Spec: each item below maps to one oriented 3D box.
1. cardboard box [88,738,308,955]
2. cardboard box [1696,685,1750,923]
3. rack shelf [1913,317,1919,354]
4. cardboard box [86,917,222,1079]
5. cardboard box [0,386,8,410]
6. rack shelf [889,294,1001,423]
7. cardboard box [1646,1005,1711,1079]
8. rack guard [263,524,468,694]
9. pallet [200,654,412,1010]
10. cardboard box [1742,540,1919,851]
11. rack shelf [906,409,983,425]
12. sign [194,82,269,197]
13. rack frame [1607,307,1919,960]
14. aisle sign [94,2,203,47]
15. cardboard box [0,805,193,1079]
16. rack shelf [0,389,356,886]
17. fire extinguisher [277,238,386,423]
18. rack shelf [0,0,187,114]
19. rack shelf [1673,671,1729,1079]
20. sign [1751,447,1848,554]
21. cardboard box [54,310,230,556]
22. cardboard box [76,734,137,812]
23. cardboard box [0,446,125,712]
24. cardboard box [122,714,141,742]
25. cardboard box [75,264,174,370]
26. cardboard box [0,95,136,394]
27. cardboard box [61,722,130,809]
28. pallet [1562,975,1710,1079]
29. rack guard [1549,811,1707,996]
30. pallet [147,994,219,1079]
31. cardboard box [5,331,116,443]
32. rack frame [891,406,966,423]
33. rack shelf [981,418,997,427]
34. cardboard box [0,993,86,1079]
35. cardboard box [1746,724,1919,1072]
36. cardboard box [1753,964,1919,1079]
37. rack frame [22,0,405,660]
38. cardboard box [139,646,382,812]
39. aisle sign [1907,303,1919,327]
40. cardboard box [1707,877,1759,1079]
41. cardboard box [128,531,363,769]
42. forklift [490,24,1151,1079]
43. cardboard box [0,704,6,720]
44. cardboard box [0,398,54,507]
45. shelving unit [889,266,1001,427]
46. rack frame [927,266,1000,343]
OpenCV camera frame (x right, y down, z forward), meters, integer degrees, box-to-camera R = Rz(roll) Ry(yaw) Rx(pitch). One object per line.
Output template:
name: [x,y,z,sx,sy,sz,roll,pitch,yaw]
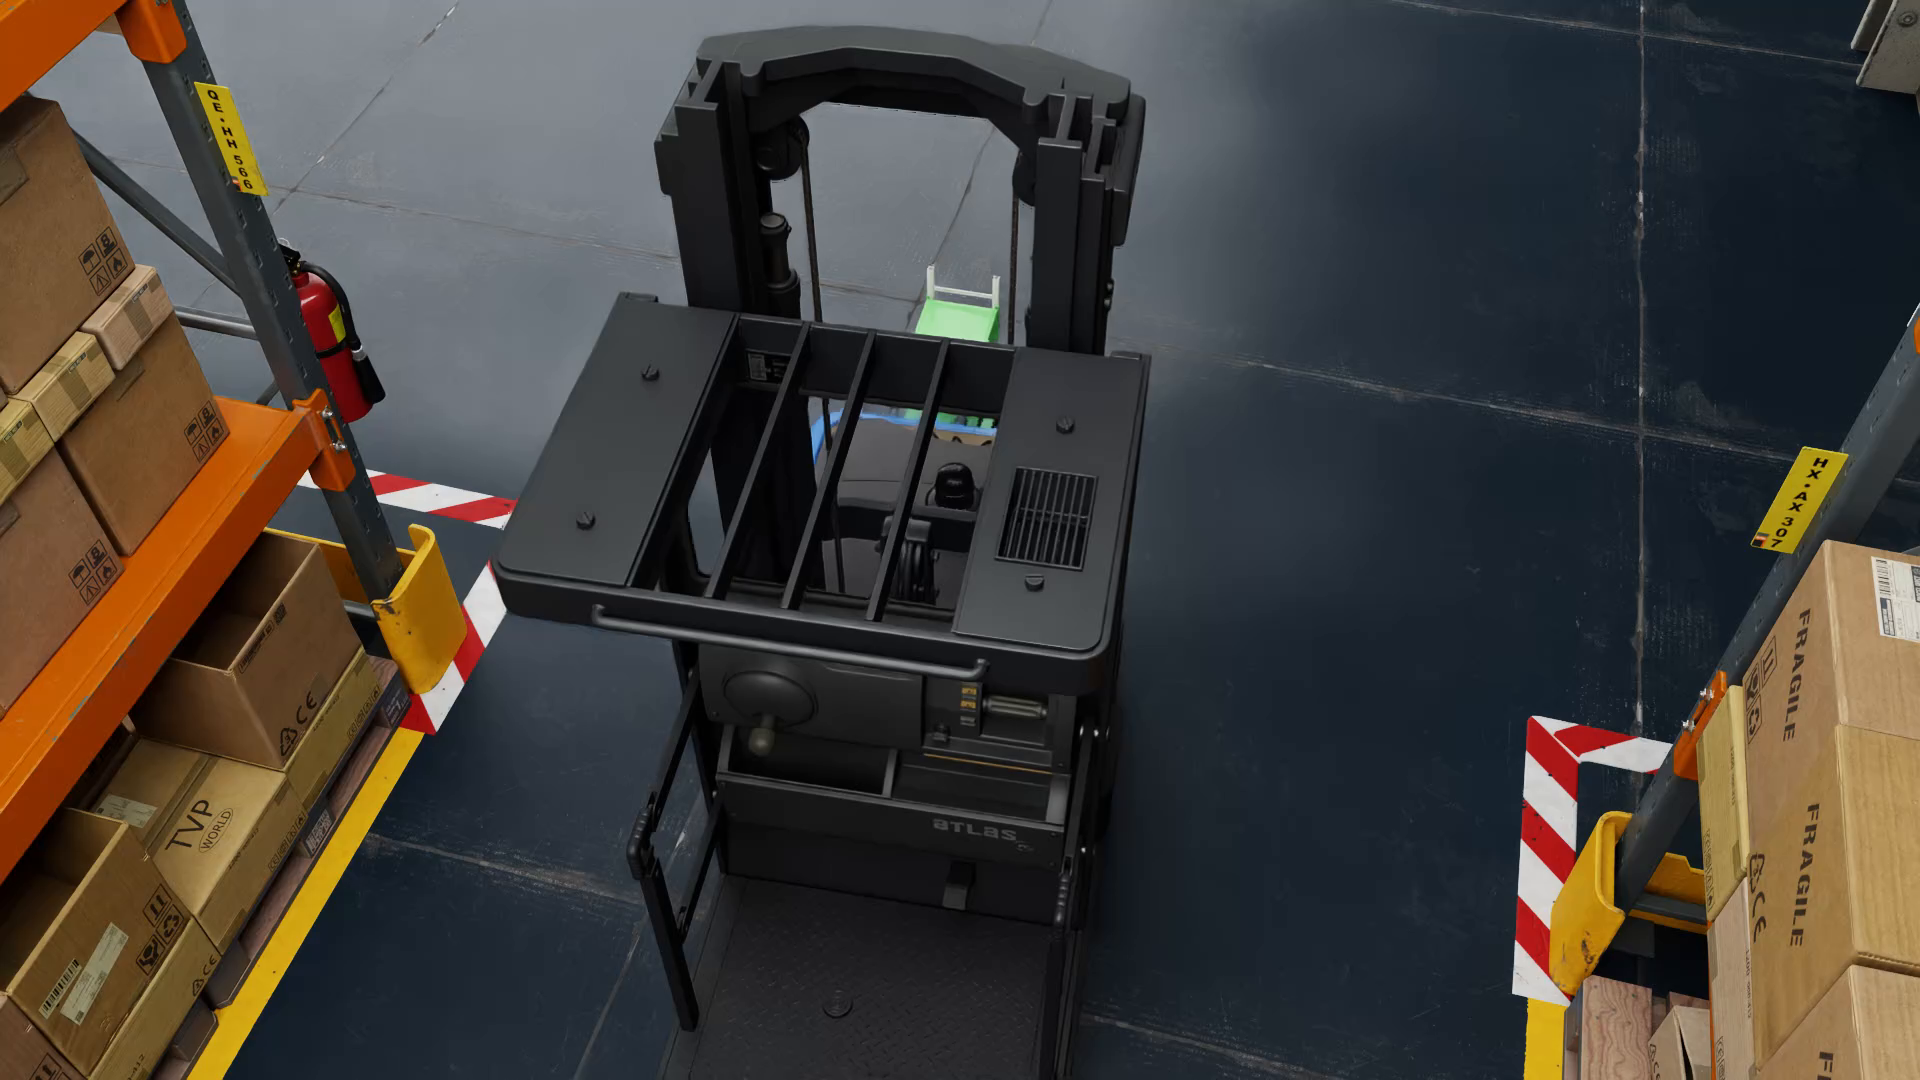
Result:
cardboard box: [-2.341,0.914,4.997,0.500,0.250,0.500,12,50,10]
cardboard box: [1.980,0.641,3.770,0.500,0.250,0.500,10,49,9]
rack shelf: [1.889,1.000,1.846,1.077,0.370,4.000,12,50,10]
cardboard box: [-2.471,1.276,4.677,0.500,0.250,0.500,12,50,10]
cardboard box: [-2.647,-0.375,3.648,0.700,0.500,0.500,10,49,9]
rack shelf: [-0.044,-0.571,5.398,0.258,0.148,0.480,10,49,9]
cardboard box: [2.146,1.535,4.395,0.500,0.311,0.500,7,49,6]
rack guard: [-2.359,0.143,5.791,1.175,0.500,0.348,12,50,10]
pallet: [-2.526,0.817,5.388,1.003,0.211,1.213,12,50,10]
cardboard box: [2.000,0.389,3.493,0.500,0.500,0.500,12,50,10]
rack shelf: [-0.044,-0.412,5.578,0.258,0.148,0.480,10,49,9]
sign: [-1.845,-1.012,4.212,0.100,0.325,0.005,12,50,10]
rack frame: [2.415,0.308,3.978,1.000,3.000,0.127,12,50,10]
aisle sign: [-2.064,-1.517,3.854,0.394,0.787,0.004,12,50,10]
cardboard box: [-2.468,1.028,4.395,0.500,0.500,0.500,12,50,10]
rack shelf: [-2.891,1.018,3.831,1.077,0.370,4.000,12,50,10]
fire extinguisher: [-1.886,-0.635,4.862,0.296,0.674,0.183,12,50,10]
rack shelf: [-2.891,0.025,2.706,1.077,0.370,4.000,12,50,10]
rack shelf: [1.889,1.992,2.971,1.077,0.370,4.000,12,50,10]
sign: [1.892,-0.086,3.748,0.100,0.325,0.005,12,50,10]
cardboard box: [-2.500,-0.365,4.505,0.700,0.500,0.500,12,50,10]
cardboard box: [-2.849,0.810,5.088,0.500,0.250,0.500,12,50,10]
cardboard box: [-2.634,0.016,4.169,0.700,0.500,0.500,13,50,11]
cardboard box: [-2.721,0.448,5.408,0.500,0.250,0.500,12,50,10]
cardboard box: [-2.282,-0.601,4.280,0.380,0.149,0.250,11,49,9]
cardboard box: [-2.514,-0.756,3.985,0.700,0.500,0.500,12,50,10]
cardboard box: [-2.850,0.562,4.807,0.500,0.500,0.500,12,50,10]
pallet: [2.147,1.866,4.462,1.003,0.211,1.213,12,50,10]
rack guard: [2.395,1.190,4.866,1.175,0.500,0.348,12,50,10]
pallet: [-2.849,1.697,4.612,1.003,0.211,1.213,12,50,10]
cardboard box: [-2.349,-0.411,4.113,0.380,0.149,0.250,13,50,11]
rack frame: [-0.100,-0.117,5.553,0.240,1.200,0.015,10,49,9]
rack shelf: [-0.044,-0.253,5.758,0.258,0.148,0.480,10,49,9]
cardboard box: [-2.601,1.390,4.076,0.500,0.500,0.500,12,50,10]
cardboard box: [1.860,0.744,3.179,0.500,0.500,0.500,12,50,10]
cardboard box: [1.718,1.117,2.850,0.500,0.500,0.500,10,49,9]
rack frame: [-2.365,-0.667,4.838,1.000,3.000,0.127,12,50,10]
cardboard box: [-2.221,0.550,5.318,0.500,0.250,0.500,12,50,10]
aisle sign: [2.145,-0.664,3.101,0.394,0.787,0.004,12,50,10]
cardboard box: [1.857,1.019,3.436,0.500,0.250,0.500,10,49,9]
cardboard box: [-2.219,0.302,5.036,0.500,0.500,0.500,12,50,10]
forklift: [-0.212,0.470,3.880,1.130,2.935,3.031,8,49,7]
cardboard box: [-2.770,0.374,3.853,0.700,0.500,0.500,12,50,10]
cardboard box: [-2.416,-0.226,3.950,0.380,0.149,0.250,11,49,9]
shelving unit: [-0.044,-0.295,5.710,0.258,1.200,0.503,10,49,9]
rack frame: [0.011,-0.474,5.868,0.240,1.200,0.015,10,49,9]
